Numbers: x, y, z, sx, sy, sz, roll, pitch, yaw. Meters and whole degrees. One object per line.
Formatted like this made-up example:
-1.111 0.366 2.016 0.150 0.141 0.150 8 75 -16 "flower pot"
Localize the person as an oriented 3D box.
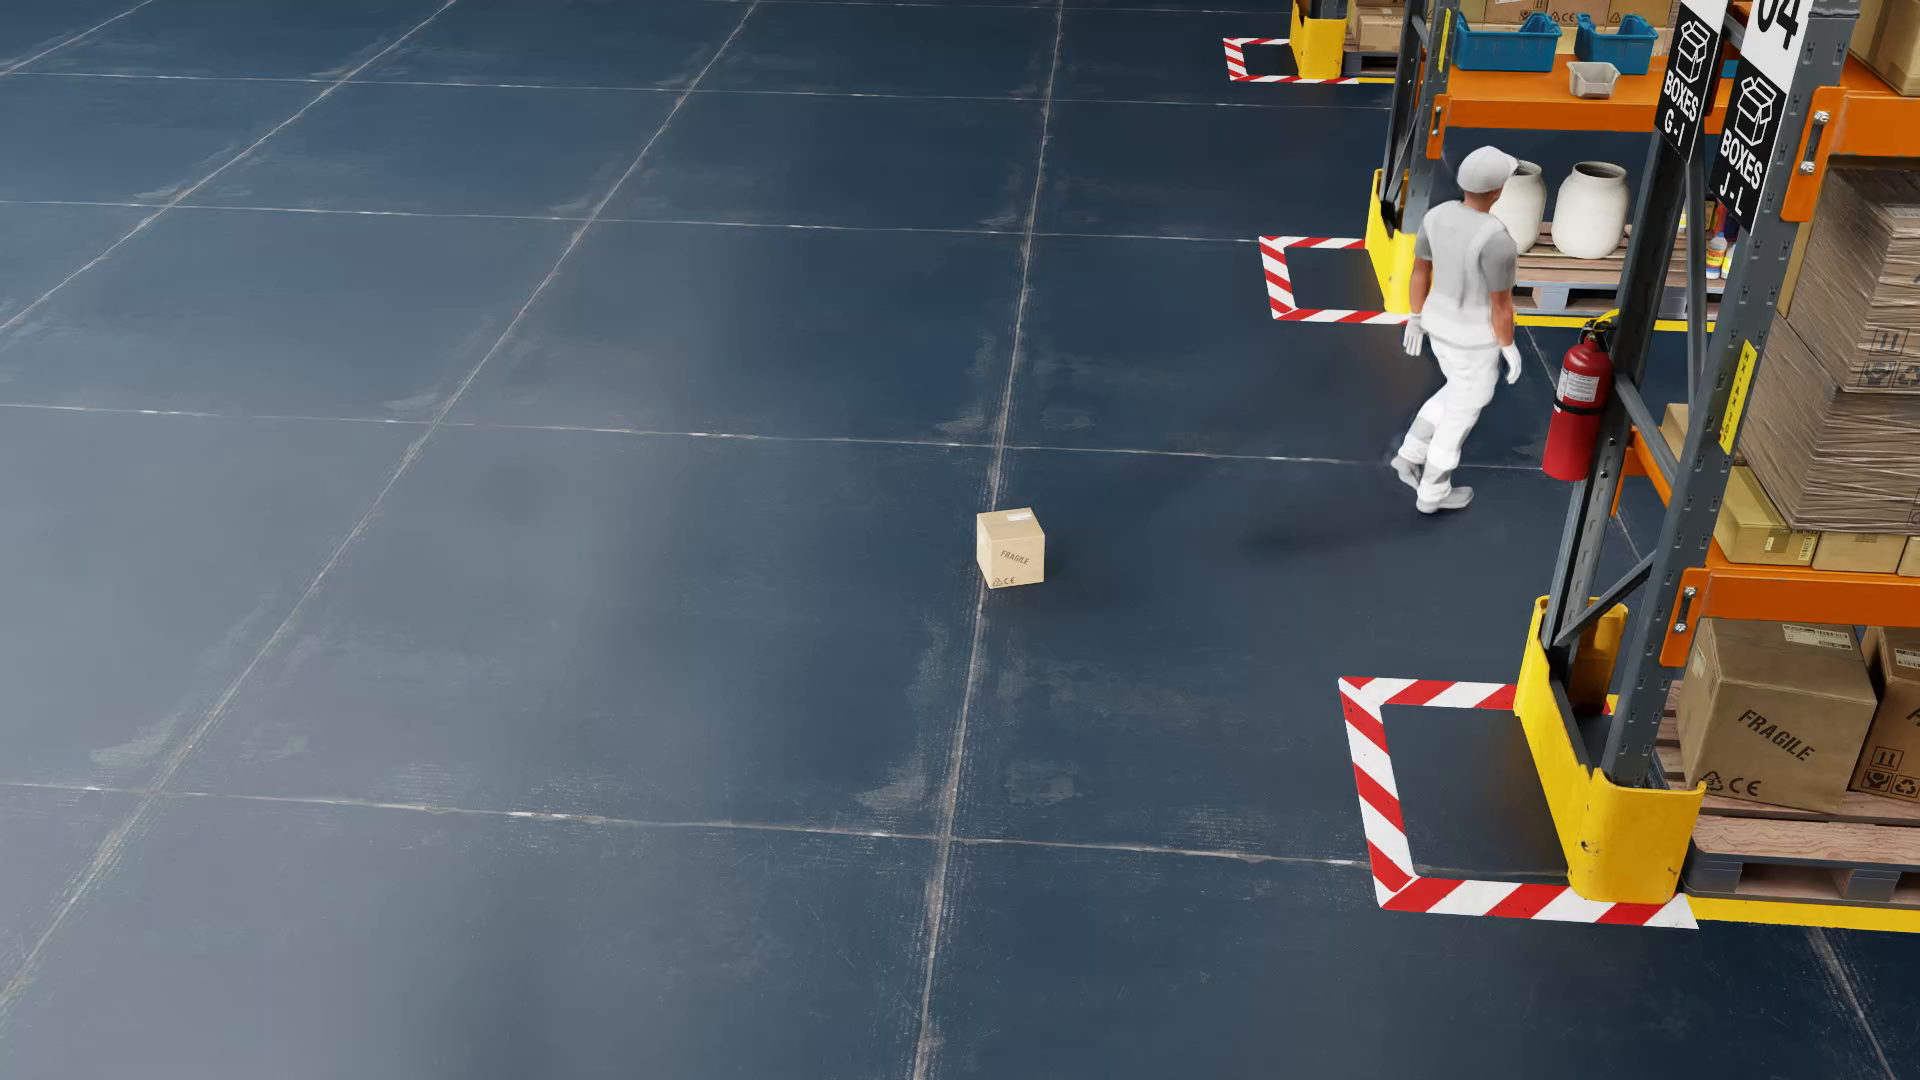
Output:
2.334 -0.939 7.595 0.455 1.792 0.549 -13 34 -20 "person"
